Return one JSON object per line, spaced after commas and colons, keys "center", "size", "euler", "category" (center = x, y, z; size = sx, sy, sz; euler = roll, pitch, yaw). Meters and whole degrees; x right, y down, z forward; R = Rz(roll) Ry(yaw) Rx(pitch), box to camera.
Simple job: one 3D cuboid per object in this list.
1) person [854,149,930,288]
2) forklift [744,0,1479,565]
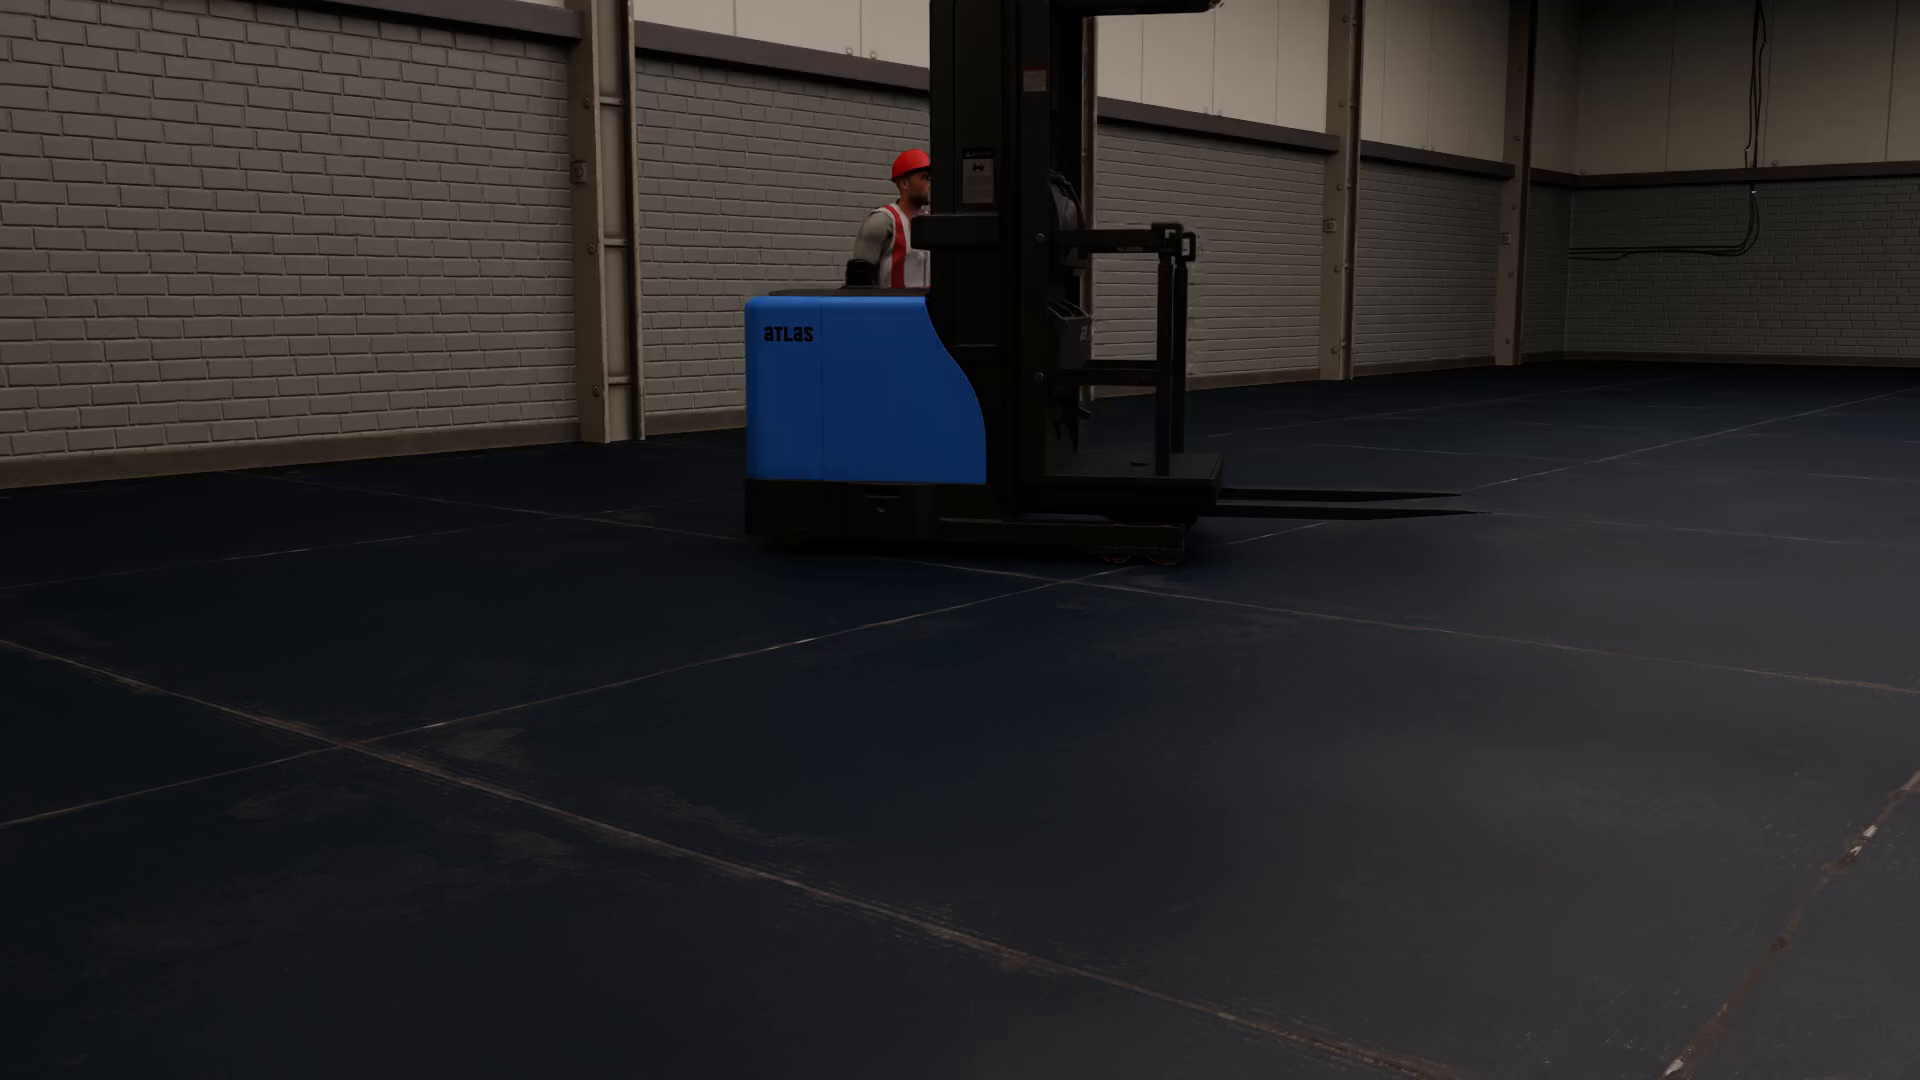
{"center": [-0.197, -1.021, 8.218], "size": [0.462, 1.789, 0.694], "euler": [8, 11, 43], "category": "person"}
{"center": [0.648, -1.432, 7.068], "size": [3.031, 2.935, 1.130], "euler": [2, 8, 11], "category": "forklift"}
